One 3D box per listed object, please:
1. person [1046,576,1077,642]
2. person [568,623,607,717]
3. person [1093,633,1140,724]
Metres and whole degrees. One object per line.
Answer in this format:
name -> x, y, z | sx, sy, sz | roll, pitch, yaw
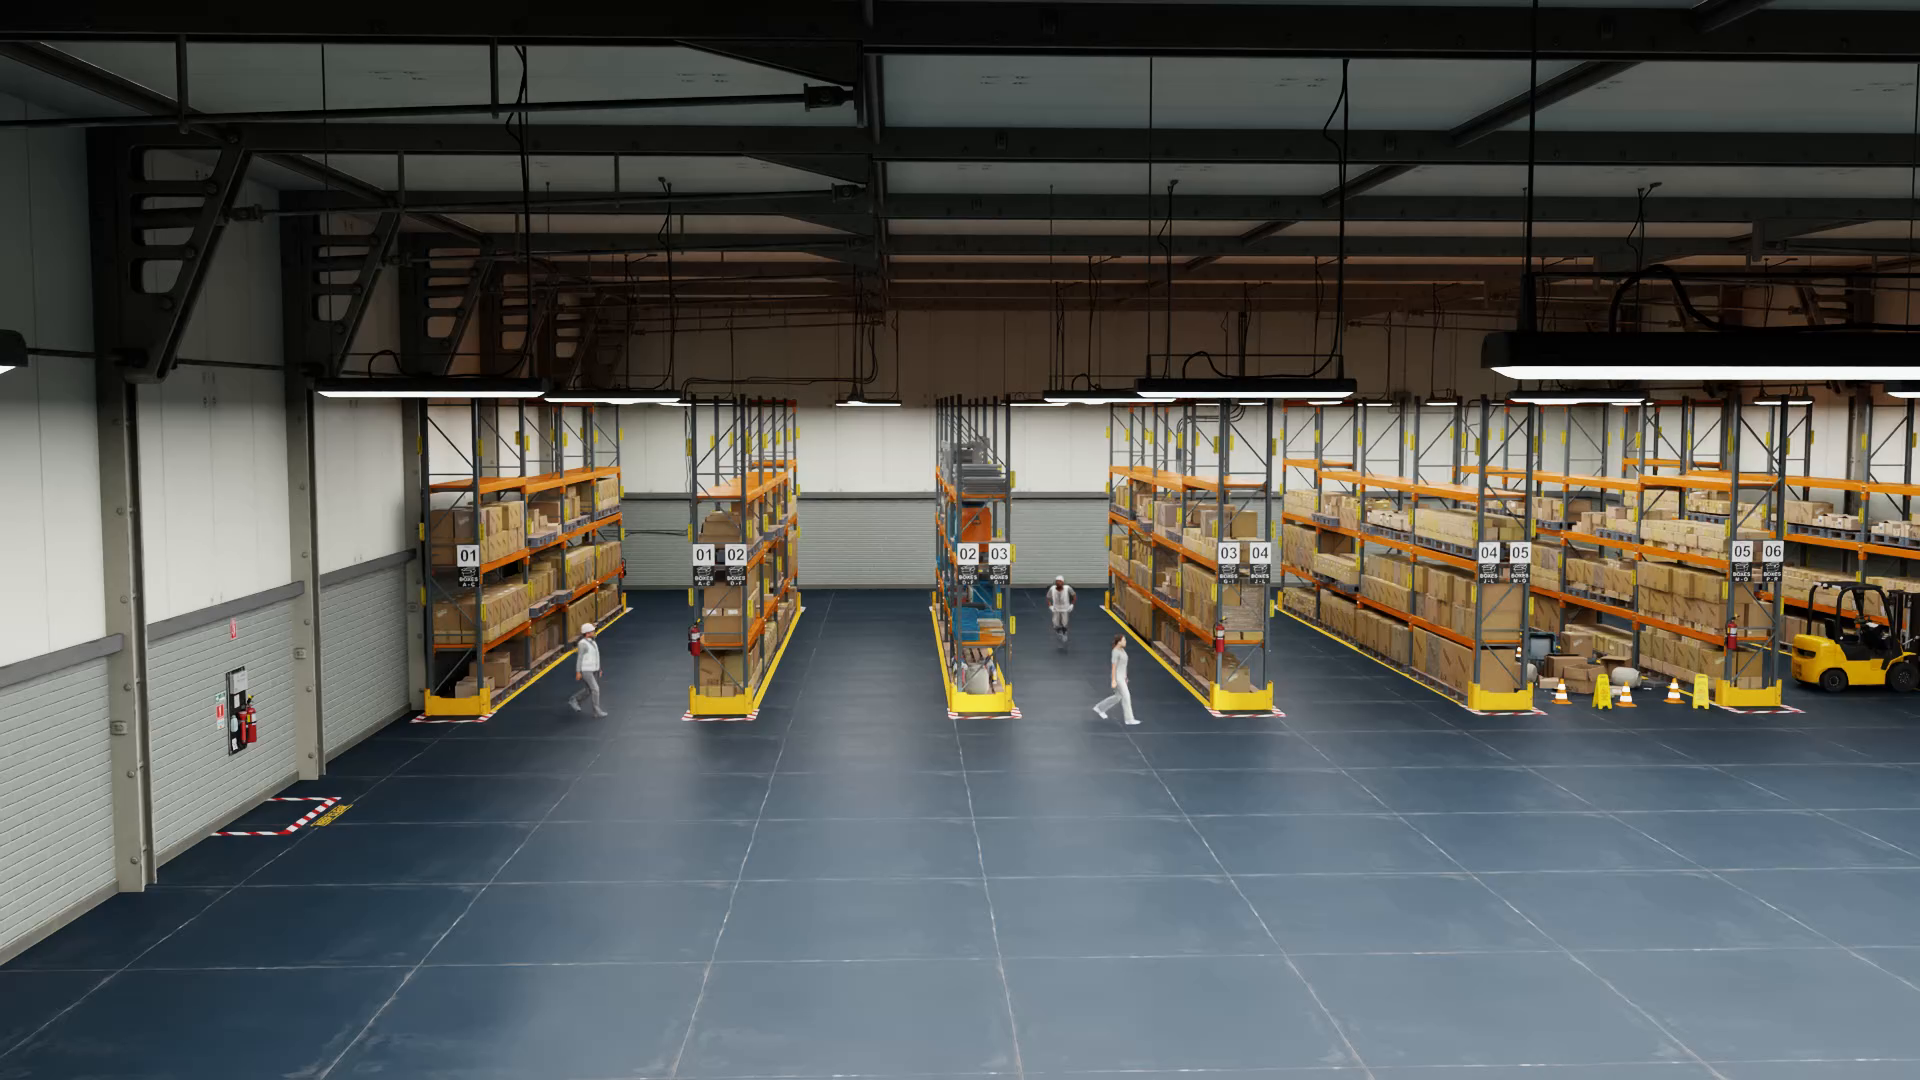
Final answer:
person -> 2.427, 1.651, 39.816 | 0.724, 1.633, 0.630 | 1, 5, 8
person -> -6.954, 2.412, 30.973 | 0.944, 1.744, 0.574 | 2, 5, 22
person -> 2.872, 2.514, 30.310 | 0.922, 1.635, 0.479 | 2, 5, 21
